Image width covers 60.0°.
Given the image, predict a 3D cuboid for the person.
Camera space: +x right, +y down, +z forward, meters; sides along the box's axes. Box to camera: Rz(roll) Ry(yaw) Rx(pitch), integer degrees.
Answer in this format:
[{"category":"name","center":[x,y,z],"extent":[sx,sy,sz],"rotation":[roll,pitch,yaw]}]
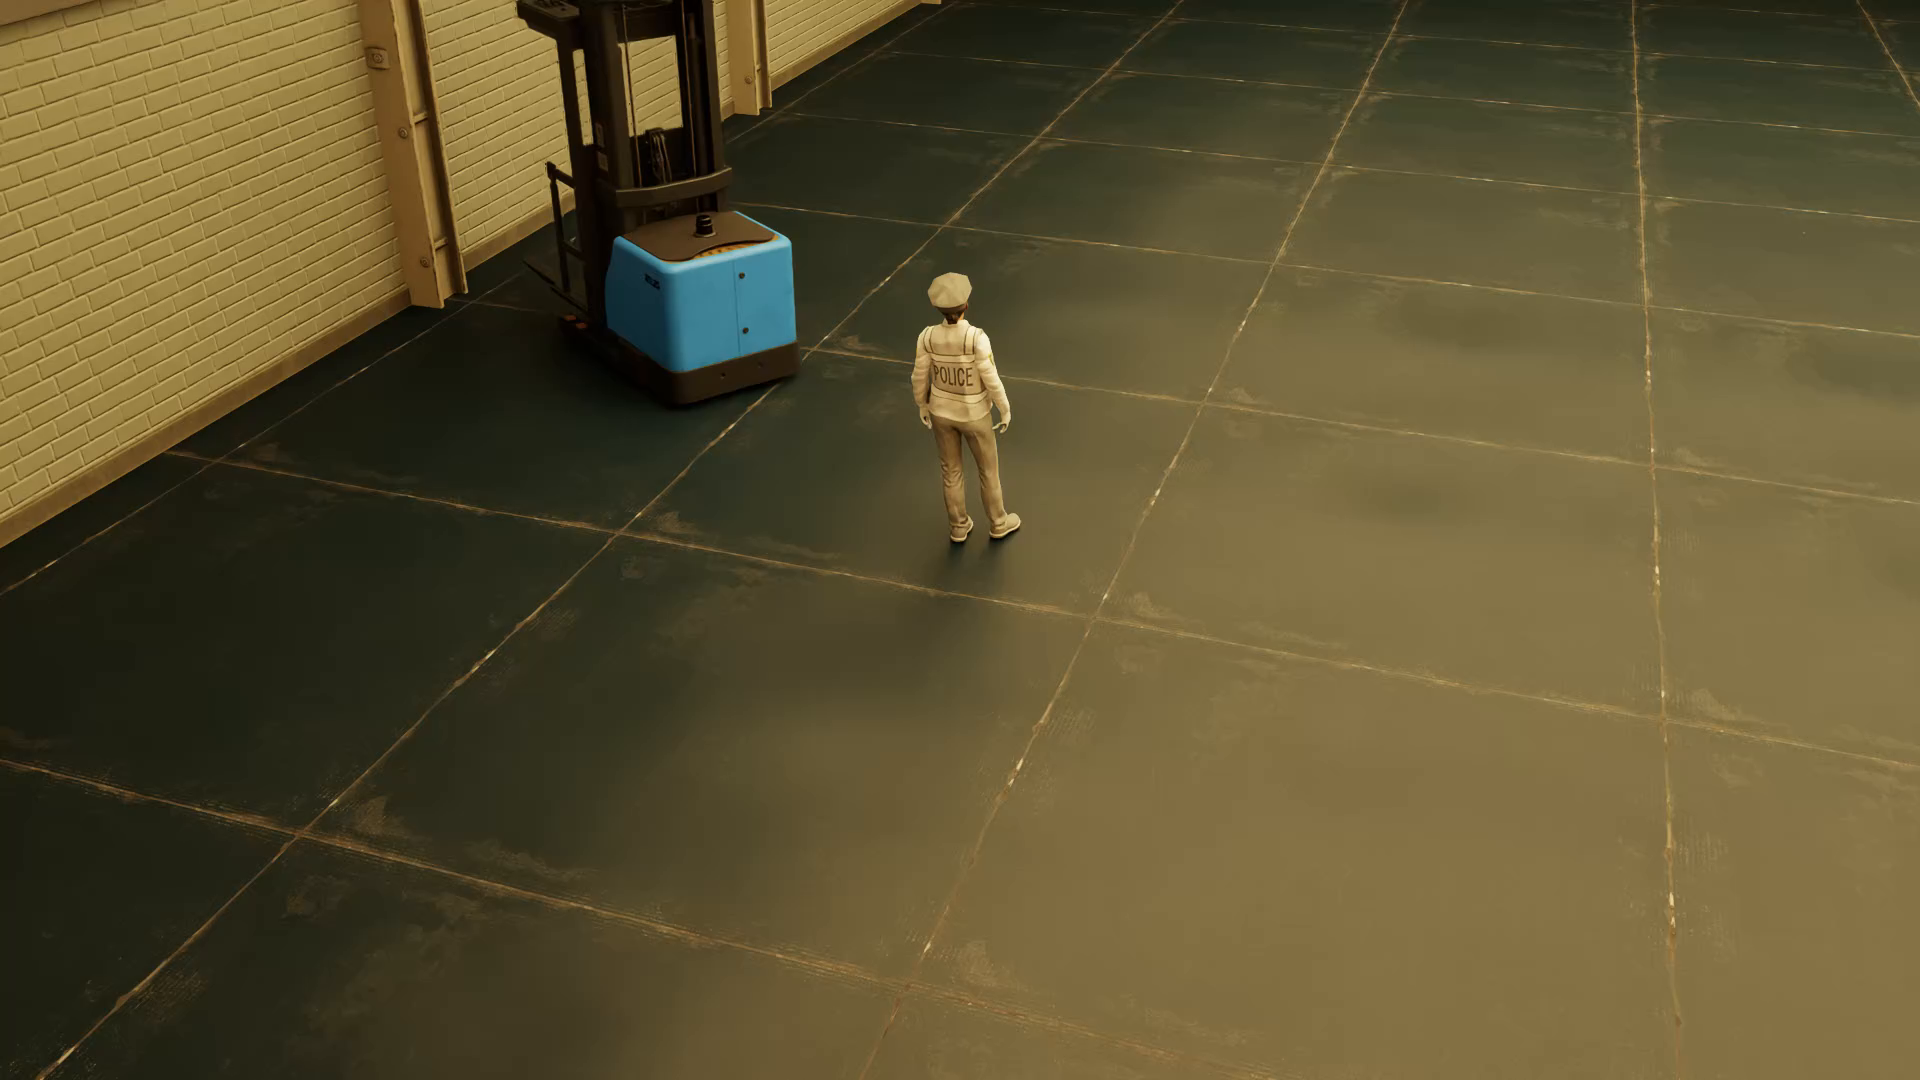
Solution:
[{"category":"person","center":[0.028,-0.774,9.727],"extent":[0.587,1.695,0.531],"rotation":[10,31,16]}]

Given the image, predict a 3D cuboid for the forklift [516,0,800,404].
[{"category":"forklift","center":[-2.444,-2.895,12.215],"extent":[1.130,2.935,3.031],"rotation":[-20,35,-31]}]
